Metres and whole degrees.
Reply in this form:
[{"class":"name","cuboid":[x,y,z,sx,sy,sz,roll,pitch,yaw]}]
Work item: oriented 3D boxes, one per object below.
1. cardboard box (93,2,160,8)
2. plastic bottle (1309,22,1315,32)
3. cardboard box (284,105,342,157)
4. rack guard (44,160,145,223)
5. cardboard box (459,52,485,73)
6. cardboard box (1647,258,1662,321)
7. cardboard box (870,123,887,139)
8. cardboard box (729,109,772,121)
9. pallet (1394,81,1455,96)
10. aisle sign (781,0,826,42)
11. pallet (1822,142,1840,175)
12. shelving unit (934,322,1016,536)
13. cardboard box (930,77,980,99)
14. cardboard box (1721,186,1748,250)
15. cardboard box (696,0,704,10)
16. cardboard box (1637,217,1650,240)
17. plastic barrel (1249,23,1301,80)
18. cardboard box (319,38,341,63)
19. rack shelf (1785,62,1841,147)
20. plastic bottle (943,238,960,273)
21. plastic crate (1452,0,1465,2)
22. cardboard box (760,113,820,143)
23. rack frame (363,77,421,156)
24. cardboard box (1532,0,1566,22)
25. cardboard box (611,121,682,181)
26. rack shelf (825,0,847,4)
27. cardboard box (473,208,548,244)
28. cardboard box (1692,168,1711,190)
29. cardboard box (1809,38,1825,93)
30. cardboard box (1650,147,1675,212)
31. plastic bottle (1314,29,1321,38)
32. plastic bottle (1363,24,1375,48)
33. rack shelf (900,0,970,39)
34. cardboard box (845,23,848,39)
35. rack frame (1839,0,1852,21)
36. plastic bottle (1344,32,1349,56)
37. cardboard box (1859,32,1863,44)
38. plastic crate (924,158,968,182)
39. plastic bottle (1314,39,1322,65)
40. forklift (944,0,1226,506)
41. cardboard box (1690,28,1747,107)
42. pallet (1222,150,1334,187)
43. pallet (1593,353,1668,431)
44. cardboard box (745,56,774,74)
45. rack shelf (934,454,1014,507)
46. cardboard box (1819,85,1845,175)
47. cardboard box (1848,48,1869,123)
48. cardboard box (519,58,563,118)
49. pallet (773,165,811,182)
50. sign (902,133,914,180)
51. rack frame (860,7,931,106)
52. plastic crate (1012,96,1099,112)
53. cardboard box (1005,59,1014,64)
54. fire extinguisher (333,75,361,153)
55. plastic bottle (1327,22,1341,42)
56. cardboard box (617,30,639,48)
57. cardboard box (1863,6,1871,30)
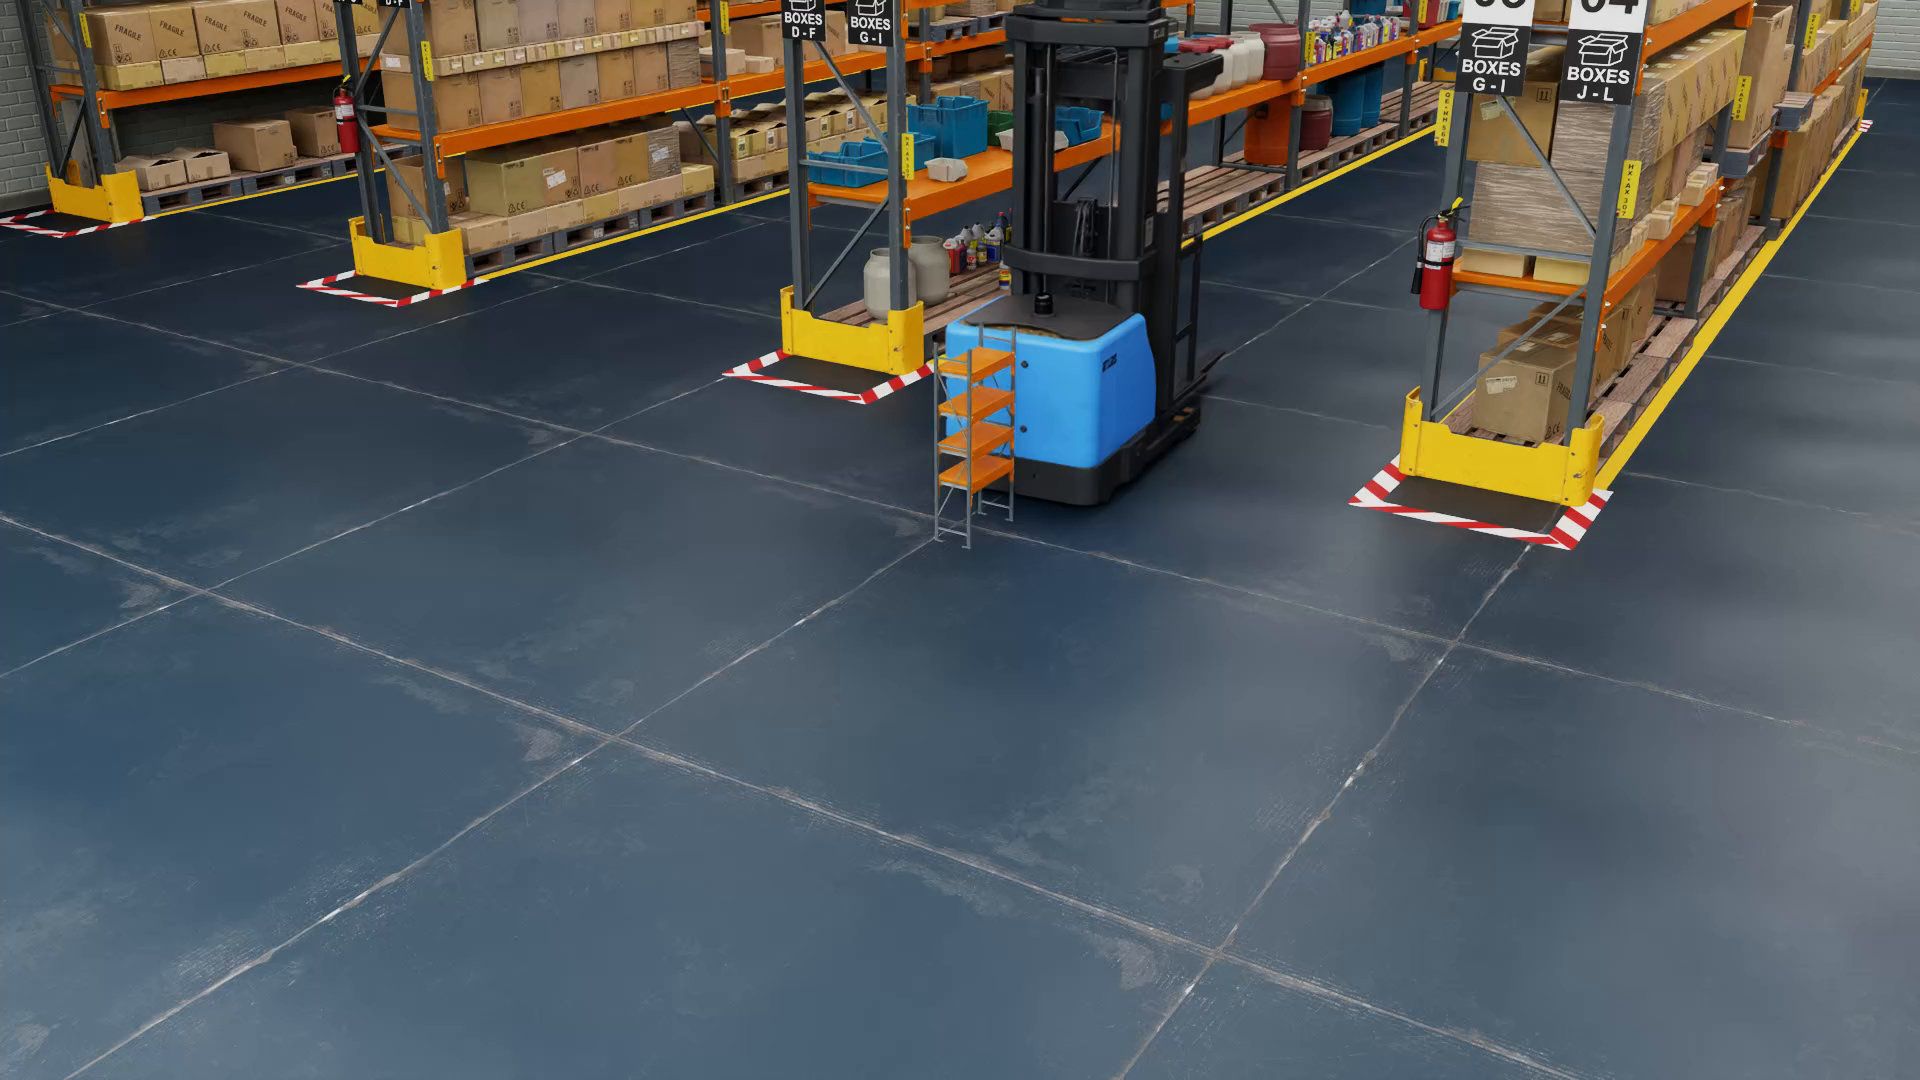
[{"class":"cardboard box","cuboid":[-8.917,-5.495,17.887,0.500,0.500,0.500,14,27,30]},{"class":"plastic bottle","cuboid":[4.309,-6.289,20.658,0.152,0.276,0.135,14,27,29]},{"class":"cardboard box","cuboid":[-7.662,-4.885,19.852,0.500,0.500,0.500,12,26,25]},{"class":"rack guard","cuboid":[-9.219,-3.718,17.708,1.175,0.500,0.348,14,27,29]},{"class":"cardboard box","cuboid":[-4.522,-4.323,15.017,0.380,0.149,0.250,13,27,28]},{"class":"cardboard box","cuboid":[5.231,-1.994,13.198,0.500,0.500,0.500,13,27,27]},{"class":"cardboard box","cuboid":[-1.168,-5.030,20.525,0.500,0.250,0.500,14,27,28]},{"class":"cardboard box","cuboid":[-2.434,-4.882,19.478,0.500,0.311,0.500,14,27,29]},{"class":"pallet","cuboid":[7.130,-6.613,24.761,1.003,0.211,1.213,14,27,29]},{"class":"aisle sign","cuboid":[-1.133,-3.994,11.928,0.394,0.787,0.004,14,27,29]},{"class":"pallet","cuboid":[10.163,-4.736,20.424,1.003,0.211,1.213,14,27,29]},{"class":"shelving unit","cuboid":[0.088,-0.607,9.642,0.258,1.200,0.499,14,27,29]},{"class":"cardboard box","cuboid":[-0.074,-5.829,22.031,0.500,0.500,0.500,13,27,27]},{"class":"cardboard box","cuboid":[6.967,-3.060,15.635,0.700,0.500,0.500,11,26,25]},{"class":"cardboard box","cuboid":[-4.014,-7.936,24.597,0.380,0.149,0.250,14,27,30]},{"class":"cardboard box","cuboid":[4.372,-2.079,11.093,0.380,0.149,0.250,14,27,29]},{"class":"plastic barrel","cuboid":[3.390,-5.305,18.058,0.600,0.536,0.708,14,27,29]},{"class":"cardboard box","cuboid":[-7.411,-5.740,19.396,0.500,0.250,0.500,14,27,29]},{"class":"rack shelf","cuboid":[8.640,-4.770,17.898,1.077,0.370,4.000,14,27,29]},{"class":"plastic bottle","cuboid":[-0.090,-2.506,14.638,0.152,0.276,0.135,14,27,29]},{"class":"plastic crate","cuboid":[7.321,-7.756,24.148,0.396,0.136,0.243,14,27,29]},{"class":"cardboard box","cuboid":[-1.968,-4.771,19.221,0.500,0.311,0.500,13,27,27]},{"class":"rack frame","cuboid":[-7.149,-6.189,20.271,1.000,3.000,0.127,14,27,29]},{"class":"cardboard box","cuboid":[3.404,-3.249,9.892,0.500,0.250,0.500,15,27,30]},{"class":"cardboard box","cuboid":[-3.271,-4.059,17.338,0.500,0.500,0.500,14,27,29]},{"class":"rack shelf","cuboid":[-1.874,-9.234,28.210,1.077,0.370,4.000,14,27,29]},{"class":"cardboard box","cuboid":[-4.316,-3.037,15.922,0.500,0.250,0.500,14,27,29]},{"class":"cardboard box","cuboid":[5.472,-2.743,12.627,0.380,0.149,0.250,14,27,29]},{"class":"cardboard box","cuboid":[8.610,-4.926,17.228,0.500,0.500,0.500,13,27,28]},{"class":"cardboard box","cuboid":[4.415,-2.607,11.497,0.875,0.500,0.500,14,27,29]},{"class":"plastic bottle","cuboid":[4.425,-6.235,20.627,0.097,0.201,0.097,0,23,0]},{"class":"plastic bottle","cuboid":[5.025,-6.216,20.490,0.152,0.276,0.135,14,27,29]},{"class":"rack shelf","cuboid":[0.213,-4.484,13.463,1.077,0.370,4.000,14,27,29]},{"class":"cardboard box","cuboid":[-1.465,-6.200,20.409,0.500,0.311,0.500,14,27,28]},{"class":"rack frame","cuboid":[9.695,-5.775,19.315,1.000,3.000,0.127,14,27,29]},{"class":"plastic bottle","cuboid":[4.574,-5.905,19.778,0.097,0.271,0.097,0,23,0]},{"class":"cardboard box","cuboid":[11.091,-6.305,20.854,0.380,0.149,0.250,14,27,30]},{"class":"plastic crate","cuboid":[-0.097,-2.877,12.951,0.298,0.136,0.250,14,27,29]},{"class":"plastic bottle","cuboid":[4.093,-5.589,19.032,0.061,0.283,0.133,14,27,29]},{"class":"forklift","cuboid":[9.793,-1.134,8.681,18.991,2.935,6.636,11,26,25]},{"class":"cardboard box","cuboid":[5.472,-3.507,12.316,0.500,0.500,0.500,14,27,29]},{"class":"pallet","cuboid":[3.758,-4.458,19.783,1.003,0.211,1.213,14,27,29]},{"class":"pallet","cuboid":[4.509,-1.148,12.136,1.003,0.211,1.213,14,27,29]},{"class":"cardboard box","cuboid":[-2.297,-5.293,18.518,0.380,0.149,0.250,14,27,29]},{"class":"rack shelf","cuboid":[0.087,-0.363,9.746,0.258,0.148,0.480,14,27,29]},{"class":"cardboard box","cuboid":[9.375,-4.773,19.145,1.225,0.875,0.875,14,27,29]},{"class":"cardboard box","cuboid":[11.536,-6.110,22.234,0.875,0.875,0.875,14,27,29]},{"class":"cardboard box","cuboid":[-4.252,-4.348,15.891,0.700,0.500,0.500,14,27,29]},{"class":"pallet","cuboid":[-1.940,-4.543,19.978,1.003,0.211,1.213,14,27,29]},{"class":"sign","cuboid":[-0.377,-2.773,12.032,0.100,0.325,0.005,14,27,29]},{"class":"rack frame","cuboid":[-0.829,-6.502,20.994,1.000,3.000,0.127,14,27,29]},{"class":"plastic crate","cuboid":[0.883,-3.934,15.141,0.767,0.338,0.504,14,27,29]},{"class":"cardboard box","cuboid":[0.547,-6.613,23.842,0.500,0.500,0.500,14,27,30]},{"class":"fire extinguisher","cuboid":[-5.505,-3.824,14.905,0.296,0.674,0.183,14,27,29]},{"class":"plastic bottle","cuboid":[4.499,-6.026,19.957,0.144,0.351,0.185,14,27,29]},{"class":"cardboard box","cuboid":[-3.438,-5.016,16.619,0.380,0.149,0.250,14,27,29]},{"class":"cardboard box","cuboid":[11.239,-6.631,21.106,0.500,0.250,0.500,13,27,27]}]
